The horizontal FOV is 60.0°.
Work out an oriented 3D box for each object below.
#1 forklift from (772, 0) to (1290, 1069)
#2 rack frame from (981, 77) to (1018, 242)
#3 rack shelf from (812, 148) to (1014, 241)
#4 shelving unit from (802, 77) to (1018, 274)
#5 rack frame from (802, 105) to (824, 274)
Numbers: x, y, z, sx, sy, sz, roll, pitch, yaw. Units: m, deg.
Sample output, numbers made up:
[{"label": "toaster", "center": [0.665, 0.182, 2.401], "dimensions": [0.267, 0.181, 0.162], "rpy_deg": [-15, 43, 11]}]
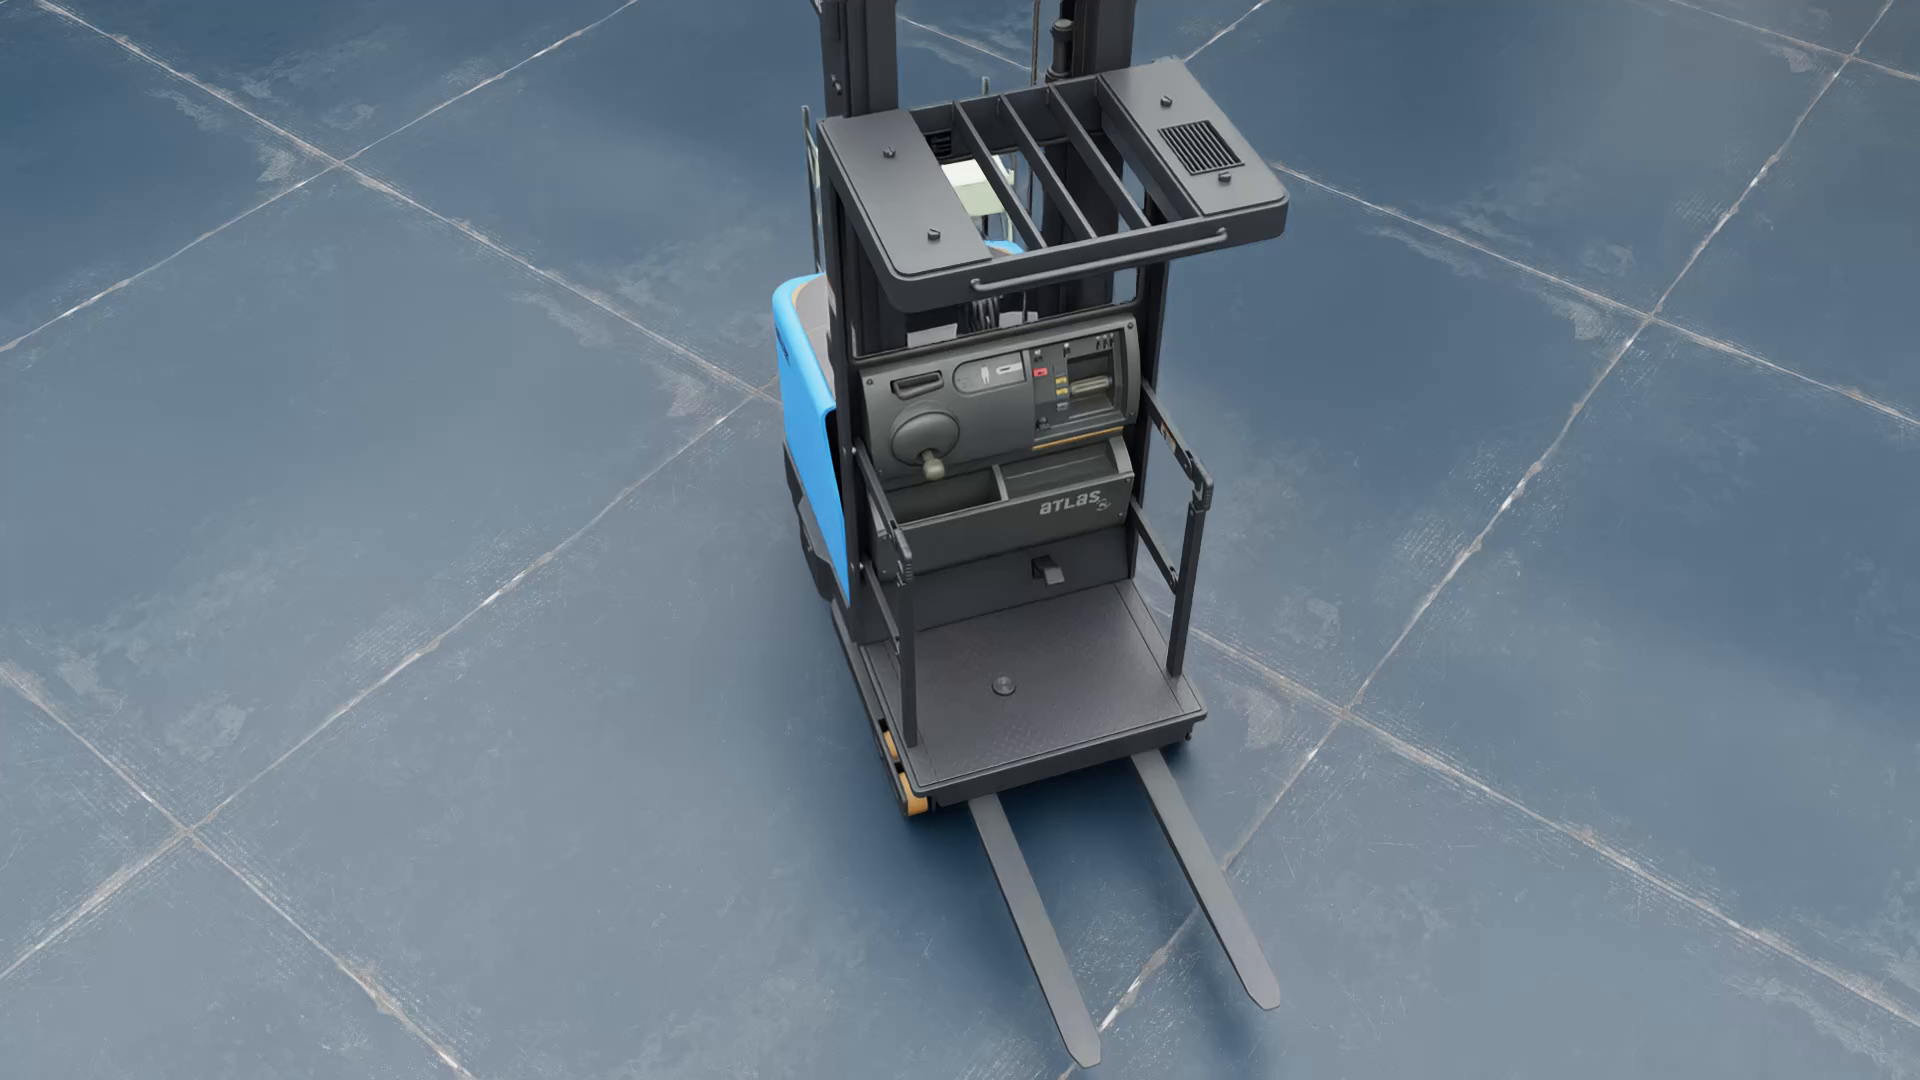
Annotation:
[{"label": "forklift", "center": [0.212, -0.362, 5.233], "dimensions": [1.130, 2.935, 3.031], "rpy_deg": [-14, 48, -13]}, {"label": "rack frame", "center": [0.155, -1.179, 7.003], "dimensions": [0.023, 1.500, 0.400], "rpy_deg": [-12, 47, -11]}, {"label": "rack shelf", "center": [-0.196, -1.374, 6.649], "dimensions": [0.720, 0.370, 0.431], "rpy_deg": [-12, 47, -11]}, {"label": "shelving unit", "center": [-0.195, -1.103, 6.931], "dimensions": [0.755, 1.500, 0.431], "rpy_deg": [-12, 47, -11]}, {"label": "rack frame", "center": [-0.546, -1.028, 6.858], "dimensions": [0.023, 1.500, 0.400], "rpy_deg": [-12, 47, -11]}]
